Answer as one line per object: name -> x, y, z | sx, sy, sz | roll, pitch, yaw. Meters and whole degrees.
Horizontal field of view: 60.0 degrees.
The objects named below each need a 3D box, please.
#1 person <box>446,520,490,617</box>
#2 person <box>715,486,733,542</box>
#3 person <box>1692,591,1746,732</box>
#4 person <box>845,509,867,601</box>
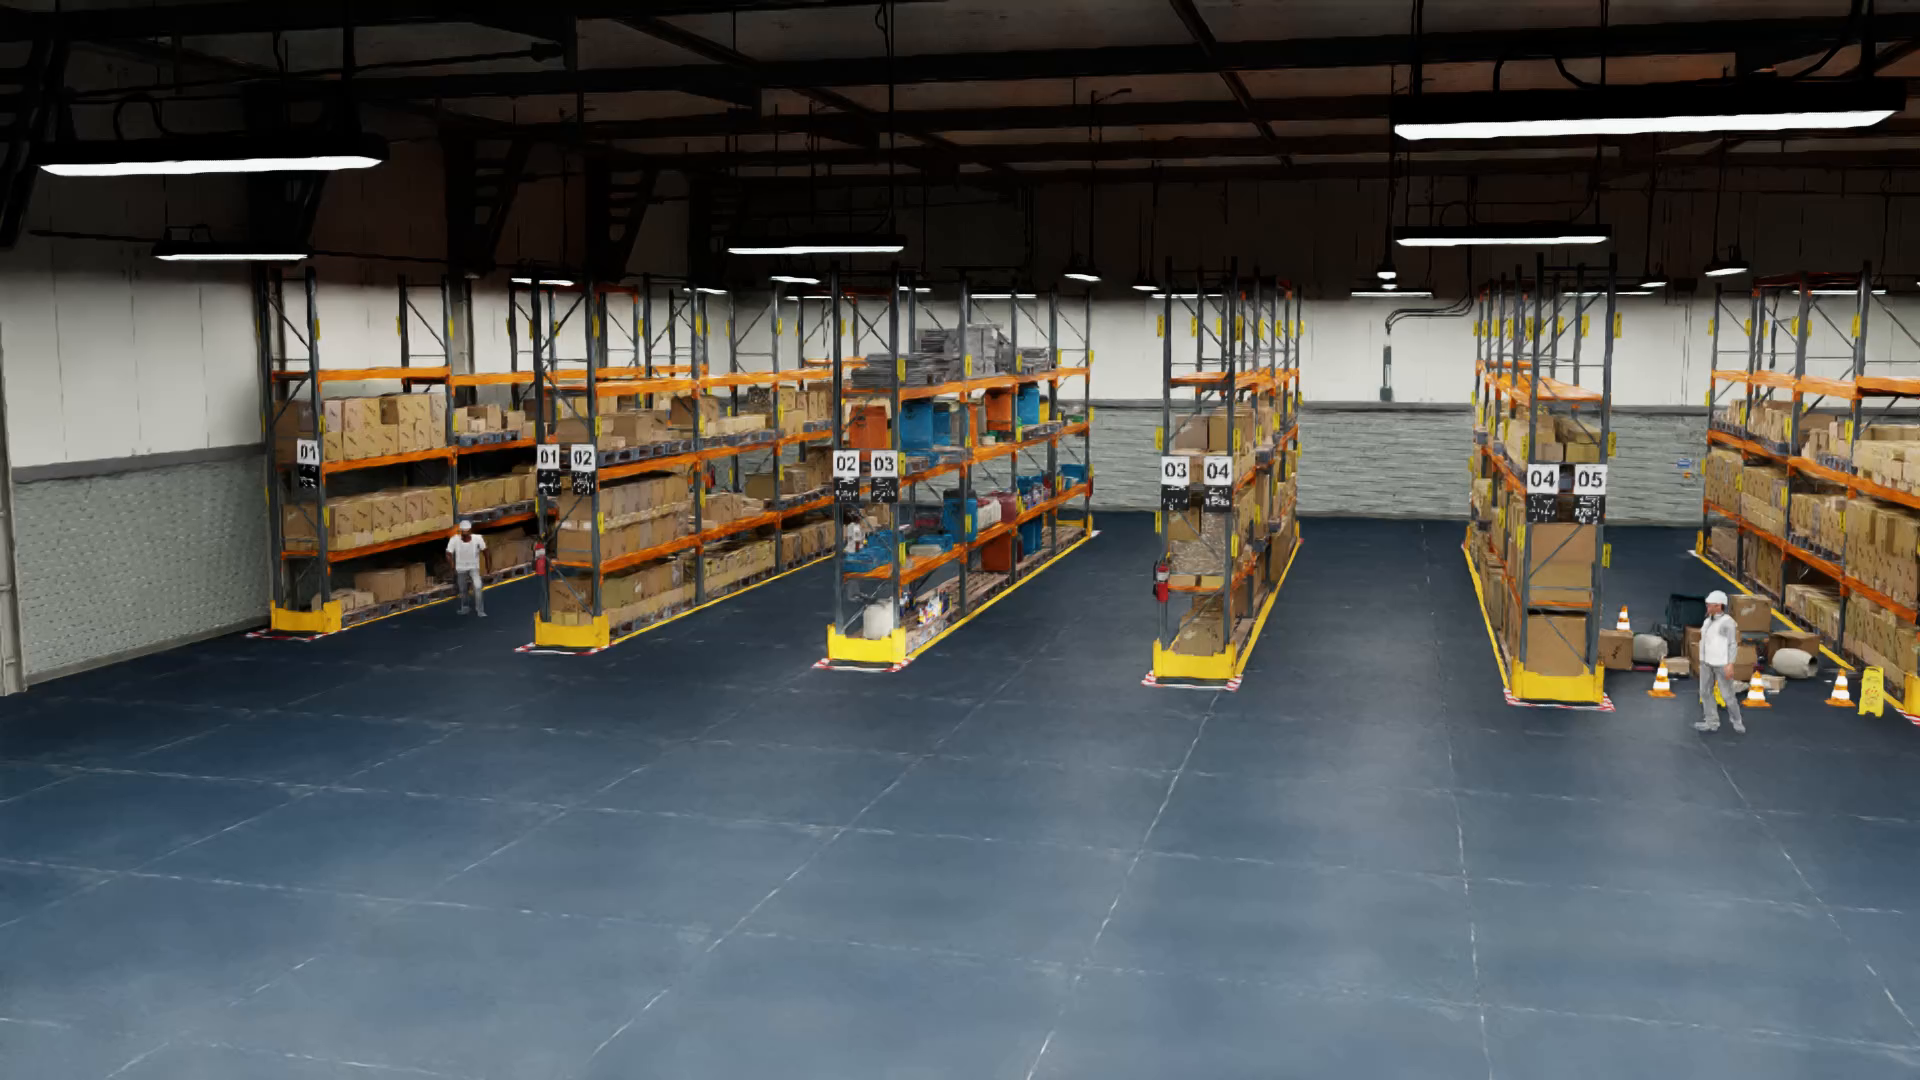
person -> -8.569, 0.479, 28.970 | 0.706, 1.698, 0.801 | -1, 7, -5
person -> -5.107, -0.400, 36.402 | 0.479, 1.550, 1.072 | 2, 7, 13
person -> 9.514, 1.512, 20.760 | 0.536, 1.765, 0.627 | -2, 7, -13
person -> -1.904, 0.271, 30.767 | 0.416, 1.666, 0.507 | -2, 8, -16
